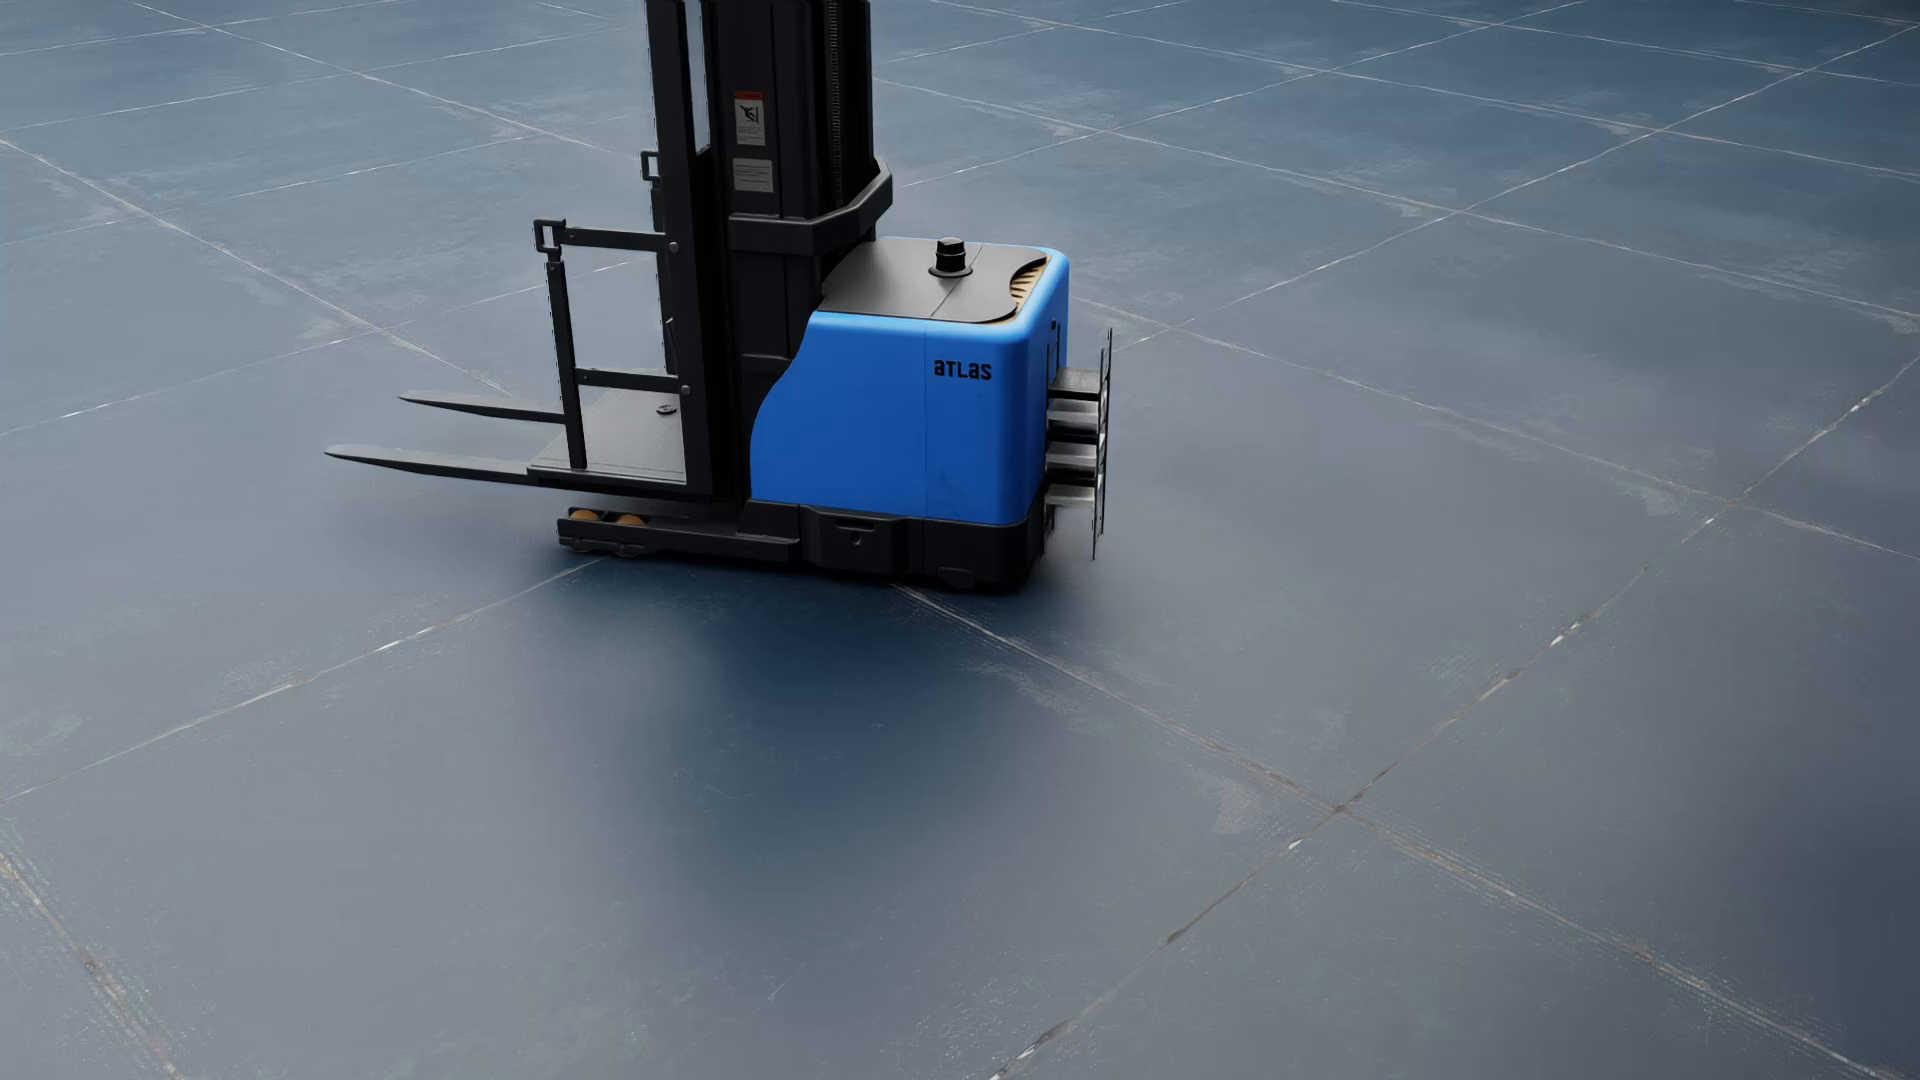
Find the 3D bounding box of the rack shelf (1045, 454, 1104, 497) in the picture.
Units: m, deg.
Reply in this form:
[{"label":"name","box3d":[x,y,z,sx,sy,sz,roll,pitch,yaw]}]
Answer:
[{"label":"rack shelf","box3d":[0.455,-0.266,6.554,0.200,0.077,0.258,6,28,12]}]

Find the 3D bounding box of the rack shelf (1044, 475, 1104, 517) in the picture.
[{"label":"rack shelf","box3d":[0.455,-0.186,6.596,0.200,0.077,0.258,6,28,12]}]

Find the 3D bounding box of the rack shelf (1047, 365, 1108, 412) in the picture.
[{"label":"rack shelf","box3d":[0.455,-0.585,6.386,0.200,0.077,0.258,6,28,12]}]

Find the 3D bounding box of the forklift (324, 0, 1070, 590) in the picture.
[{"label":"forklift","box3d":[-1.122,-1.458,6.374,3.031,2.935,1.130,6,28,12]}]

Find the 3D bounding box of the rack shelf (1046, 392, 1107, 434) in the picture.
[{"label":"rack shelf","box3d":[0.455,-0.505,6.428,0.200,0.077,0.258,6,28,12]}]

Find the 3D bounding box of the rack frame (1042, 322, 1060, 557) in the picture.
[{"label":"rack frame","box3d":[0.356,-0.386,6.517,0.006,0.900,0.240,6,28,12]}]

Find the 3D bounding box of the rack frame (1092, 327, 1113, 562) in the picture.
[{"label":"rack frame","box3d":[0.554,-0.364,6.476,0.006,0.900,0.240,6,28,12]}]

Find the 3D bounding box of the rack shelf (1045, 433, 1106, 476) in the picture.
[{"label":"rack shelf","box3d":[0.455,-0.346,6.512,0.200,0.077,0.258,6,28,12]}]

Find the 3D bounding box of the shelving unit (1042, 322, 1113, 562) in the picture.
[{"label":"shelving unit","box3d":[0.455,-0.375,6.496,0.210,0.900,0.258,6,28,12]}]

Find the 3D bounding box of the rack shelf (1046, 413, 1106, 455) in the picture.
[{"label":"rack shelf","box3d":[0.455,-0.425,6.470,0.200,0.077,0.258,6,28,12]}]
